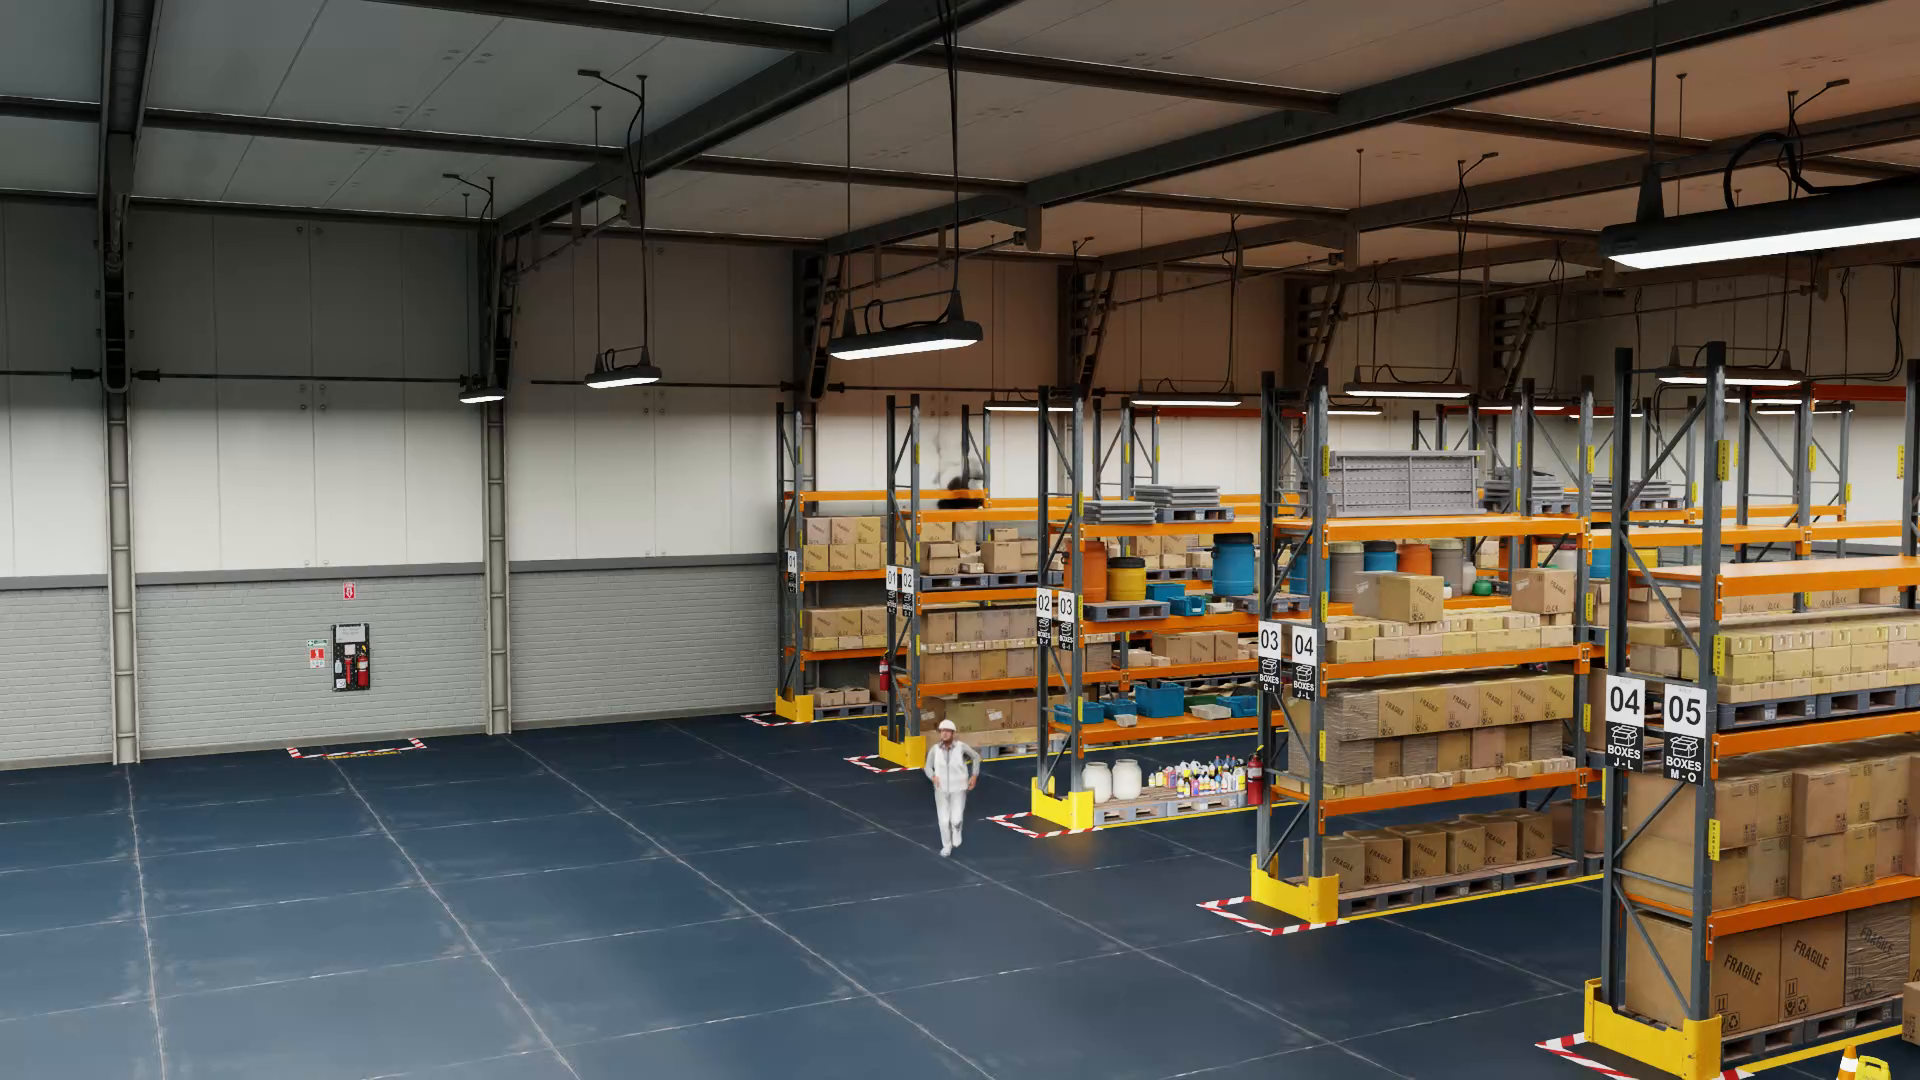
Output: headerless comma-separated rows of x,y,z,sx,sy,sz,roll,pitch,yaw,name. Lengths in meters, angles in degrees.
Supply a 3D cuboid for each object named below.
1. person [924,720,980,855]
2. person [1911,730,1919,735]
-0.113,3.087,20.845,0.686,1.665,0.693,1,3,9,person
11.874,3.116,20.618,0.918,1.768,0.647,-2,4,-37,person
